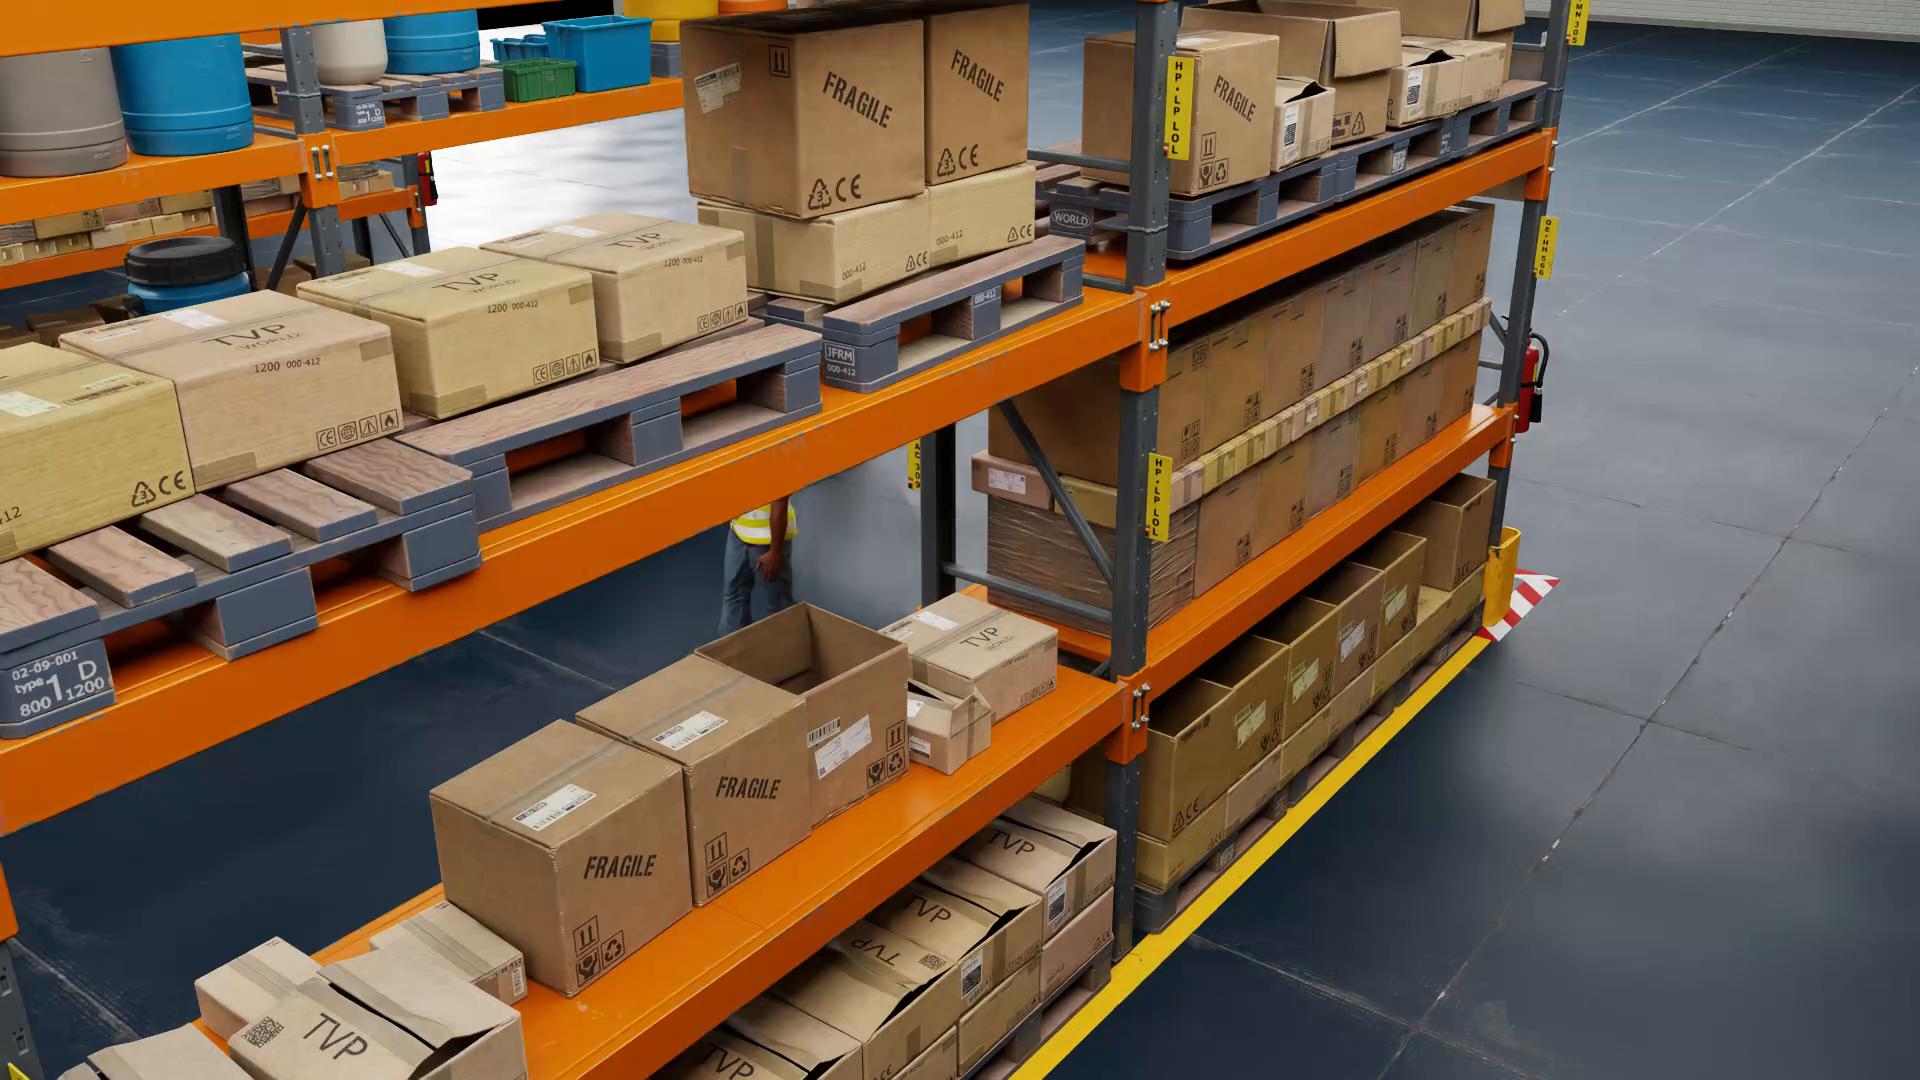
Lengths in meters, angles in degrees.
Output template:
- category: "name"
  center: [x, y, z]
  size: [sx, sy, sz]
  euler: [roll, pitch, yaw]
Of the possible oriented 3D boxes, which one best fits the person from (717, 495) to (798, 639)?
- category: "person"
  center: [-1.117, -0.030, 8.626]
  size: [0.732, 1.759, 0.587]
  euler: [-10, 25, -22]
